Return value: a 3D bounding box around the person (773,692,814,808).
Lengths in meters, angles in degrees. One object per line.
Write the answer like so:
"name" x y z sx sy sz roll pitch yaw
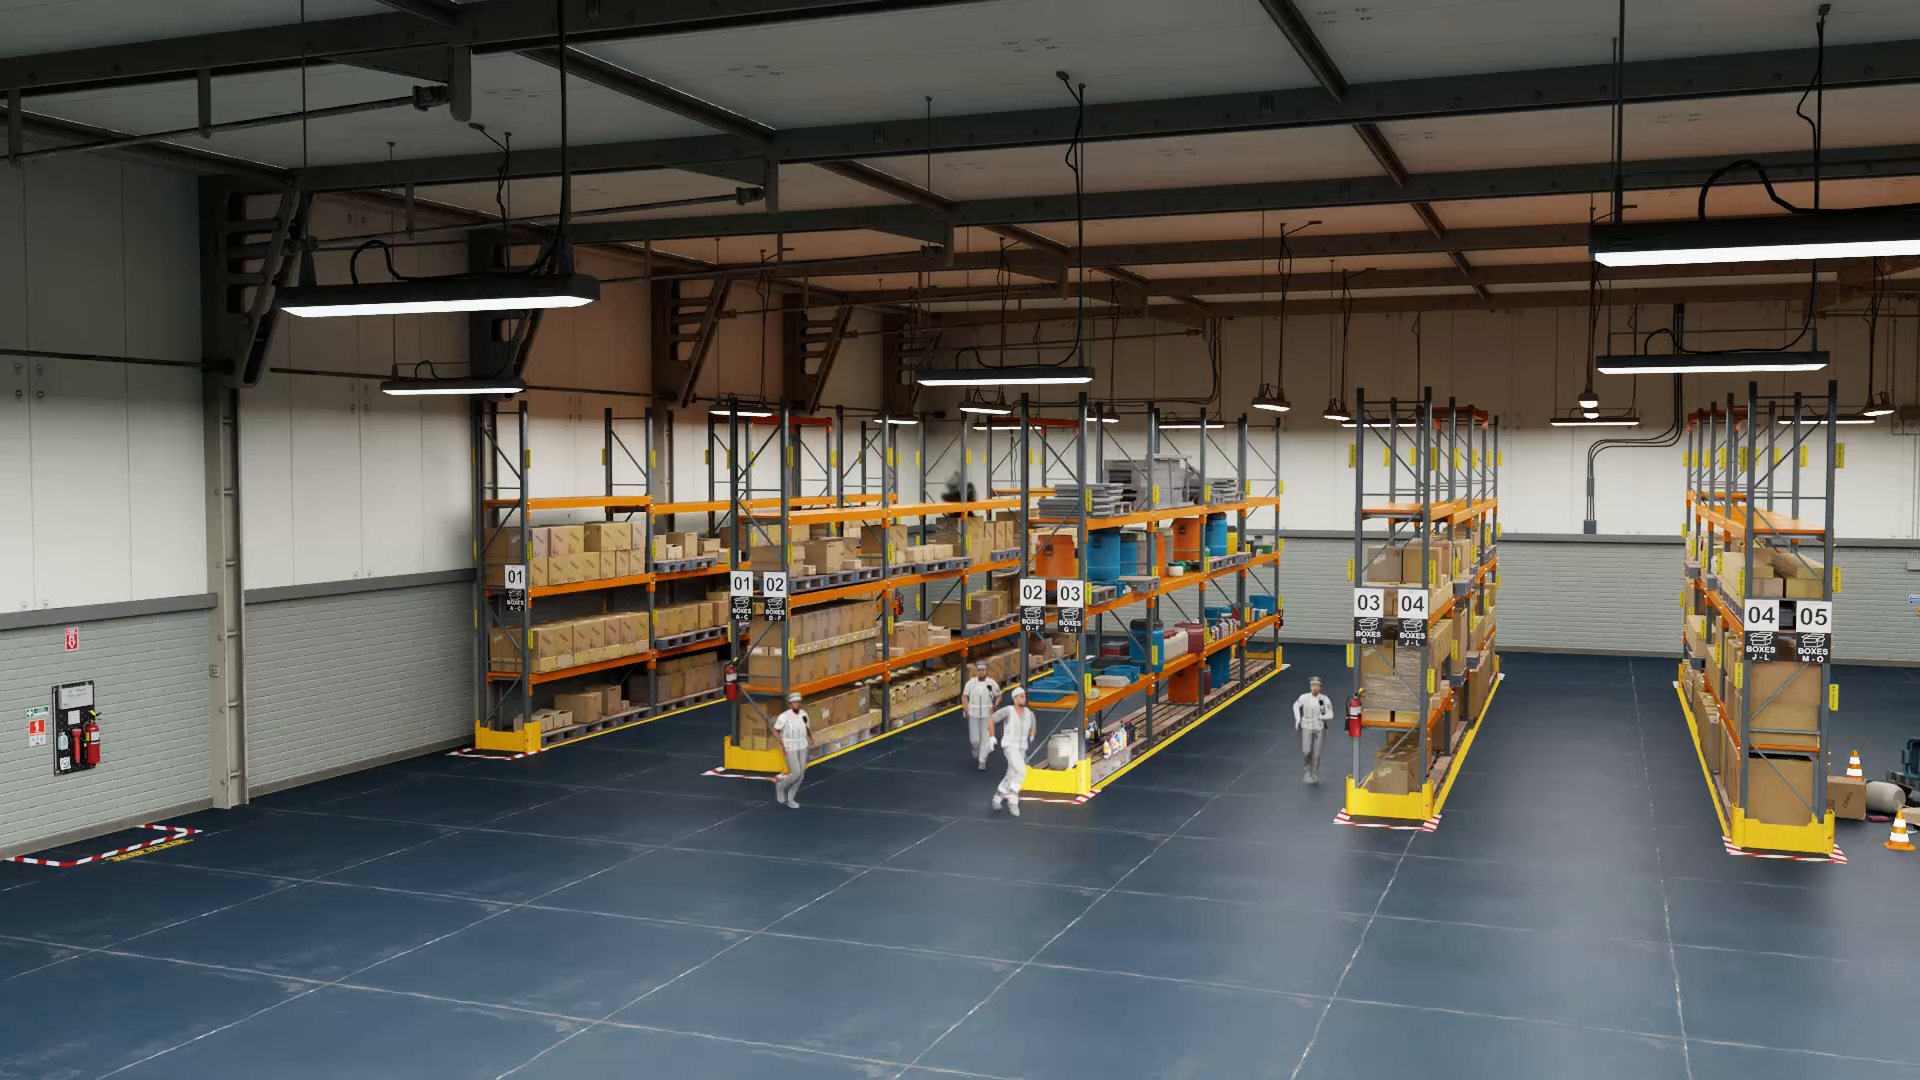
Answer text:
"person" -2.344 3.011 23.874 0.564 1.669 0.565 -2 4 -38

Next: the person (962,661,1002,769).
"person" 0.349 2.824 27.018 0.650 1.742 0.602 0 3 4

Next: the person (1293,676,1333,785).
"person" 5.406 2.913 25.453 0.598 1.669 0.611 1 3 11

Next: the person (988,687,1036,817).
"person" 0.795 2.967 23.506 0.687 1.742 0.693 -2 3 -36
